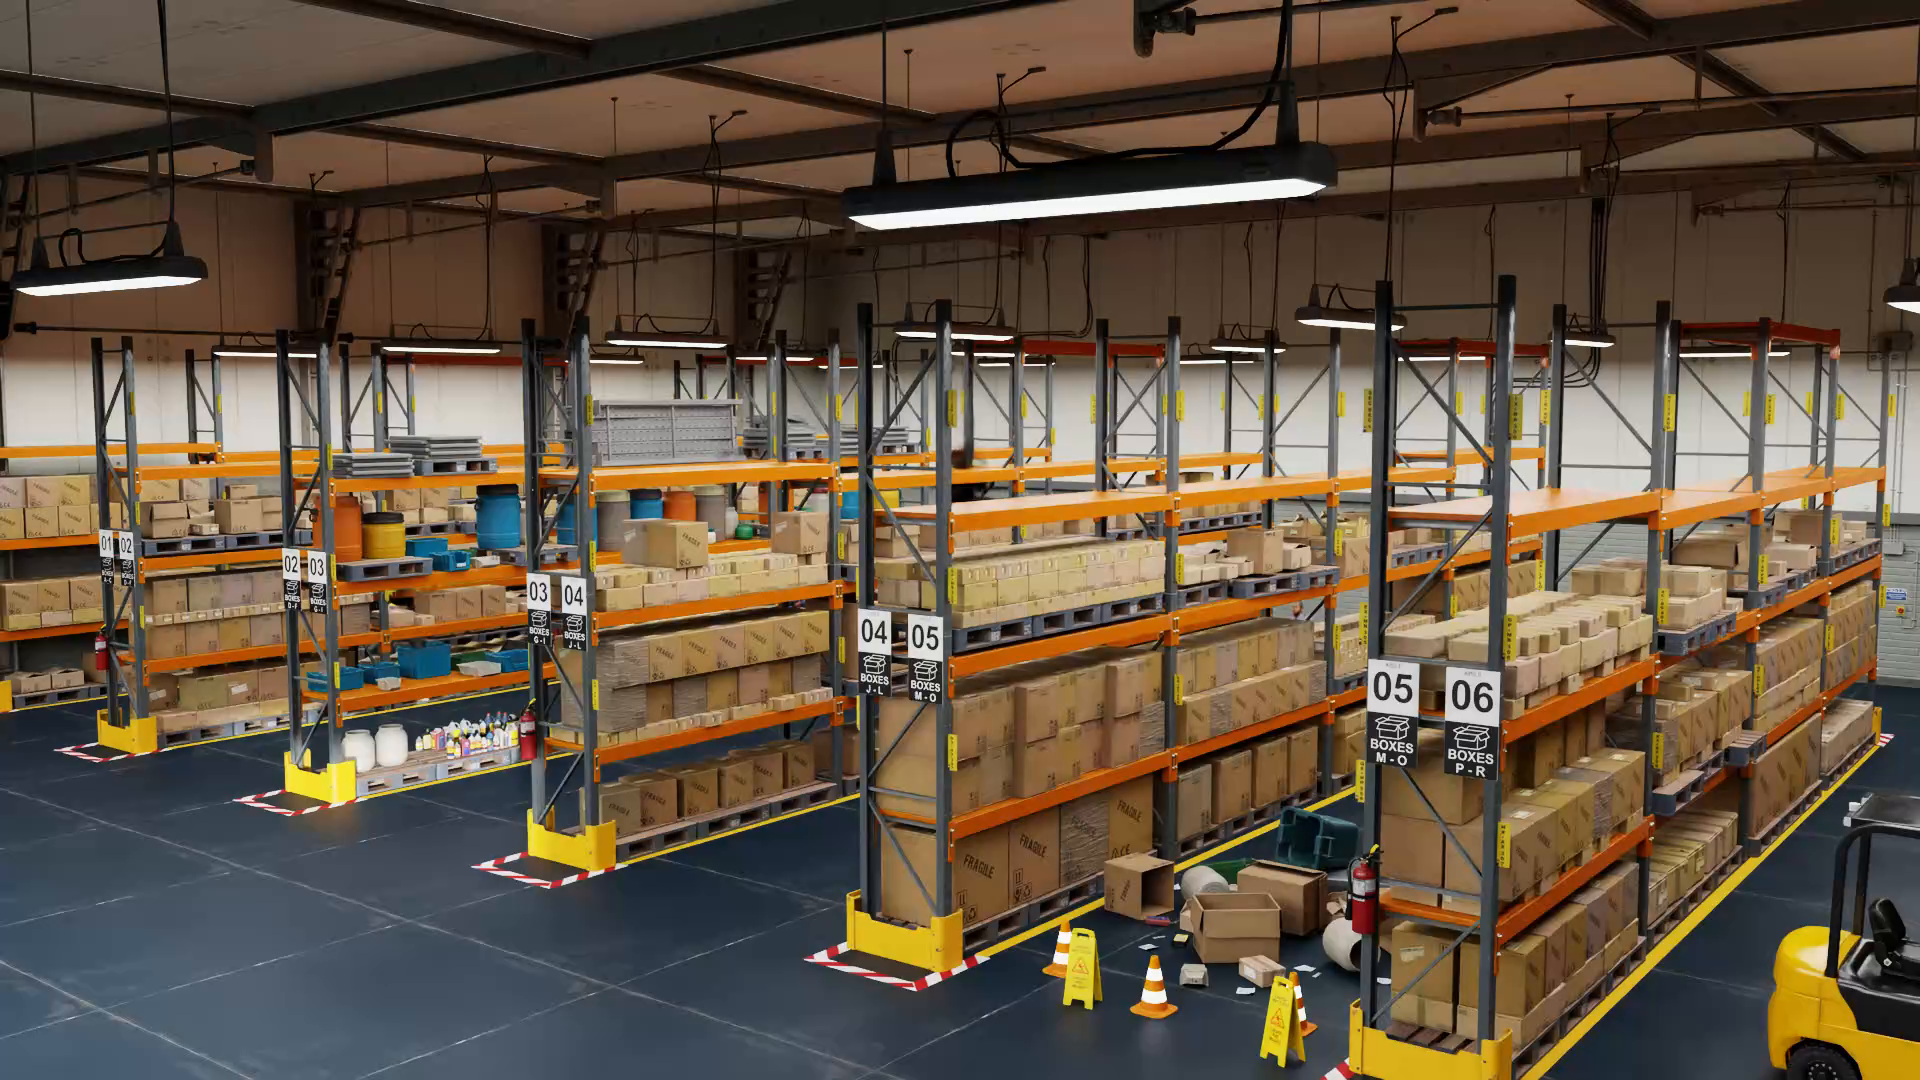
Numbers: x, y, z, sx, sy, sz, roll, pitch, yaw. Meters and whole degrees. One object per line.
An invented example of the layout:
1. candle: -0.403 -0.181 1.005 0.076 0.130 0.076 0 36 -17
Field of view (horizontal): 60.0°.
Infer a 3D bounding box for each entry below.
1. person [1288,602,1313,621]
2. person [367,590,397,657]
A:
1. person: 5.866 1.882 28.791 0.620 1.599 0.705 3 6 33
2. person: -10.217 1.732 29.434 0.674 1.793 0.683 4 6 37
